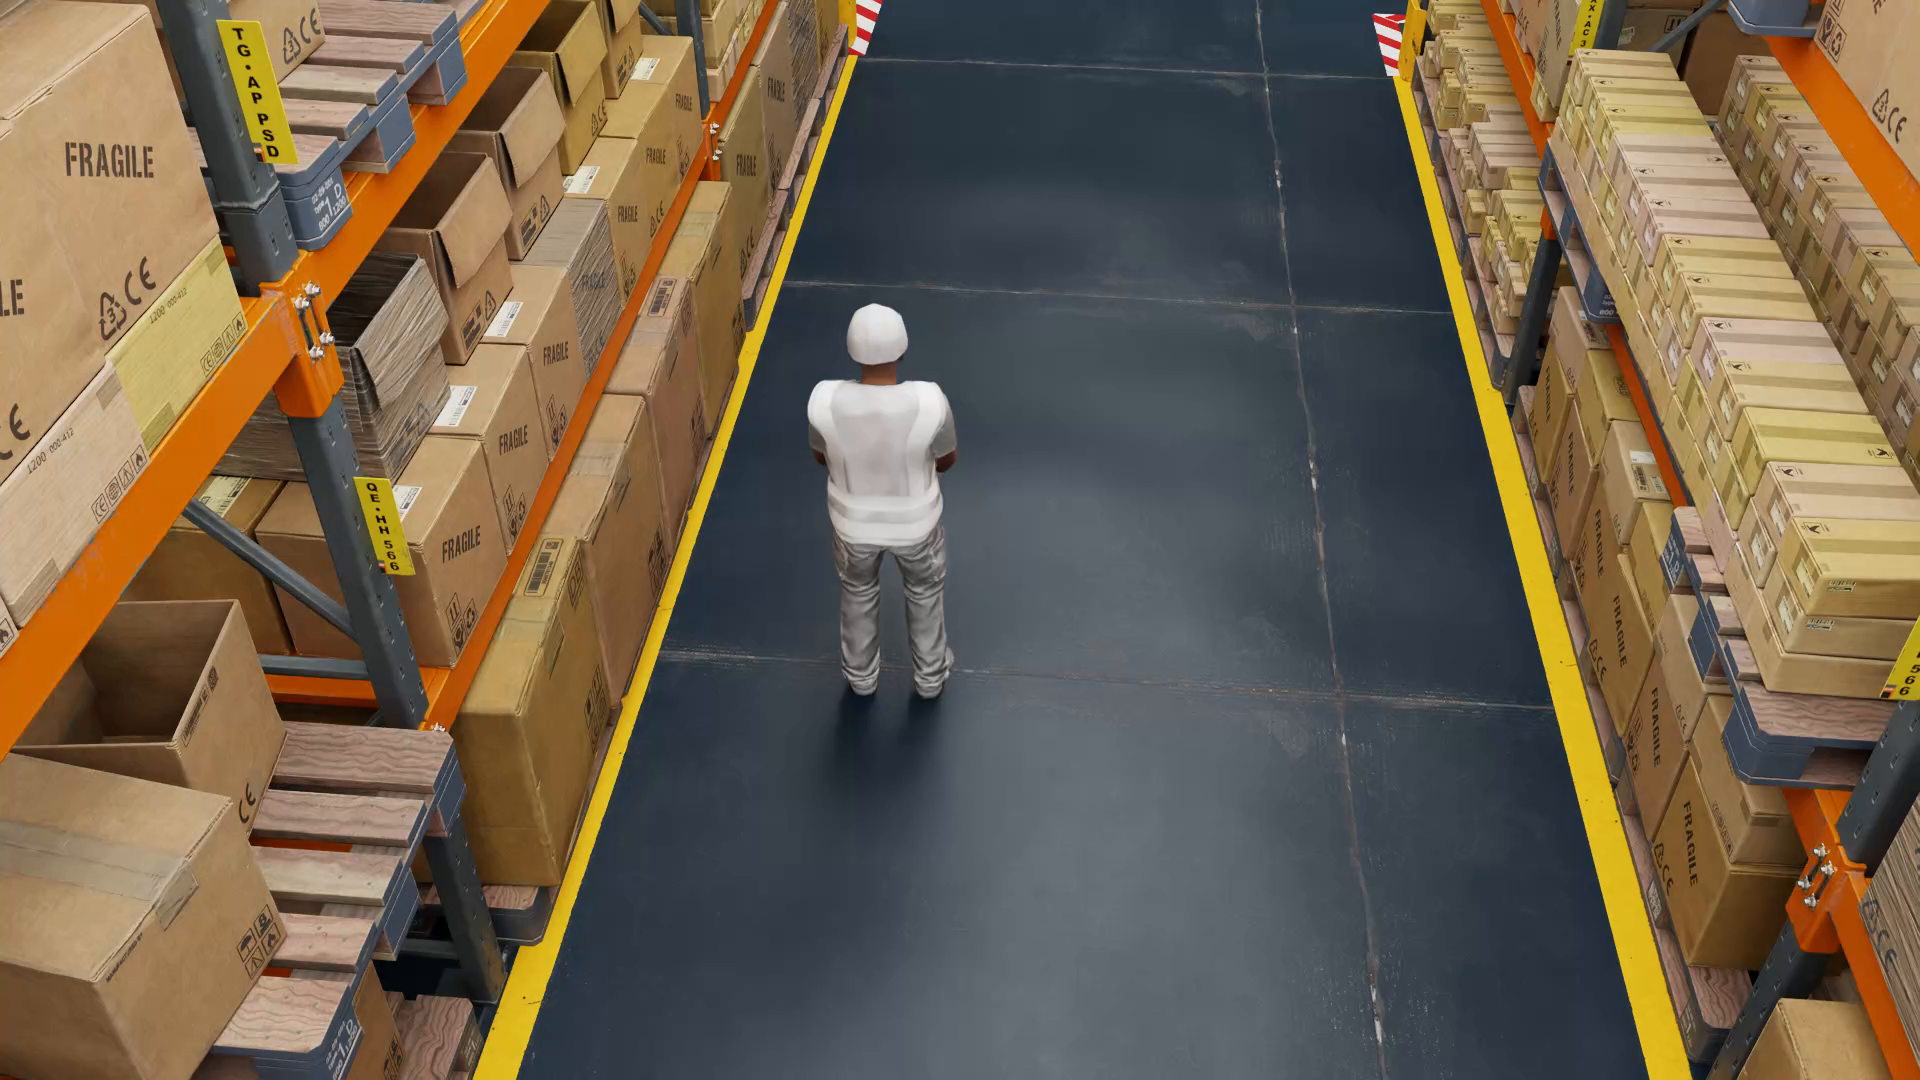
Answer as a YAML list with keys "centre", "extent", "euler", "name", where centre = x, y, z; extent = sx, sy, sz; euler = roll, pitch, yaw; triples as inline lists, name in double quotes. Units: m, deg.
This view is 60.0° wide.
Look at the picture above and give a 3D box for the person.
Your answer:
- centre: [-0.276, -0.151, 6.319]
  extent: [0.542, 1.789, 0.520]
  euler: [3, 40, 3]
  name: "person"
